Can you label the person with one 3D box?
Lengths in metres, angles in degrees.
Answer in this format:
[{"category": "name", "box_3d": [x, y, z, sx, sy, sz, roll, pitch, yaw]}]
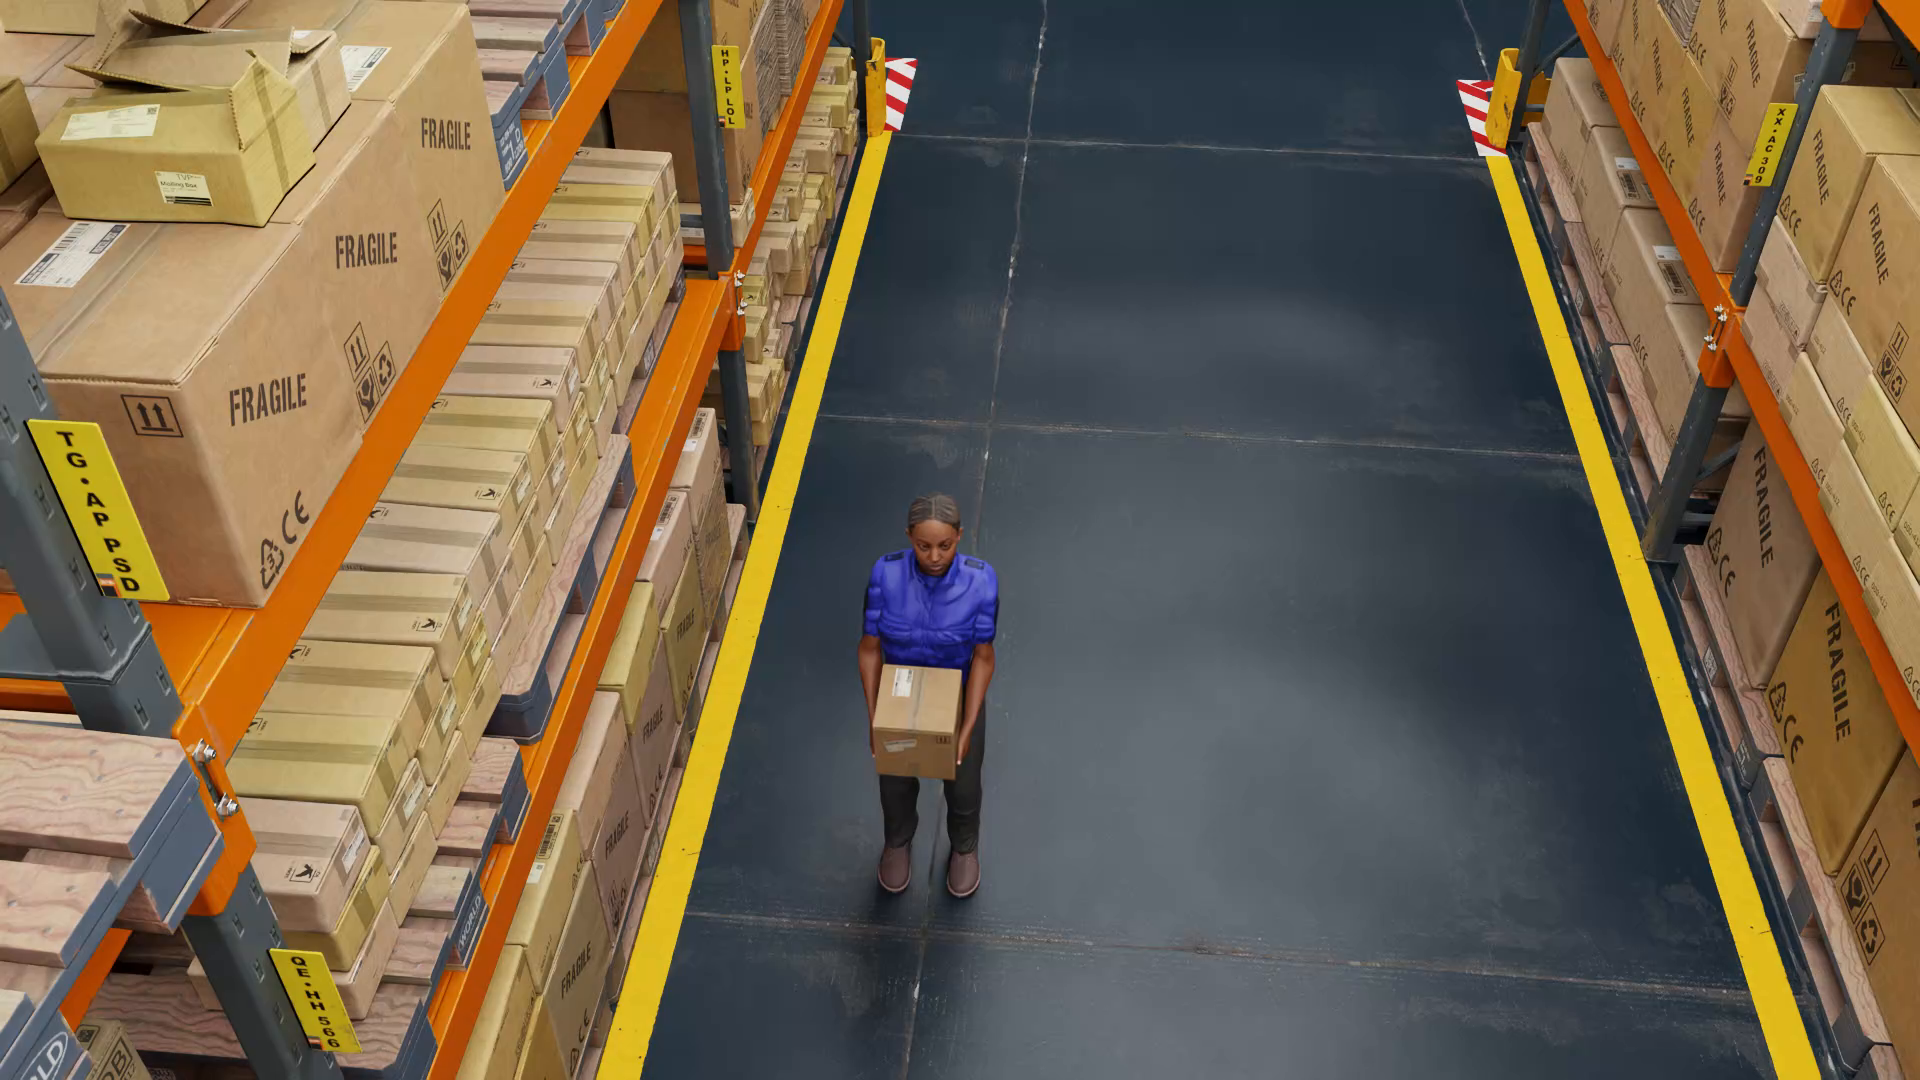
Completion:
[{"category": "person", "box_3d": [-0.111, 0.589, 5.474, 0.451, 1.651, 0.515, 4, 40, 5]}]
